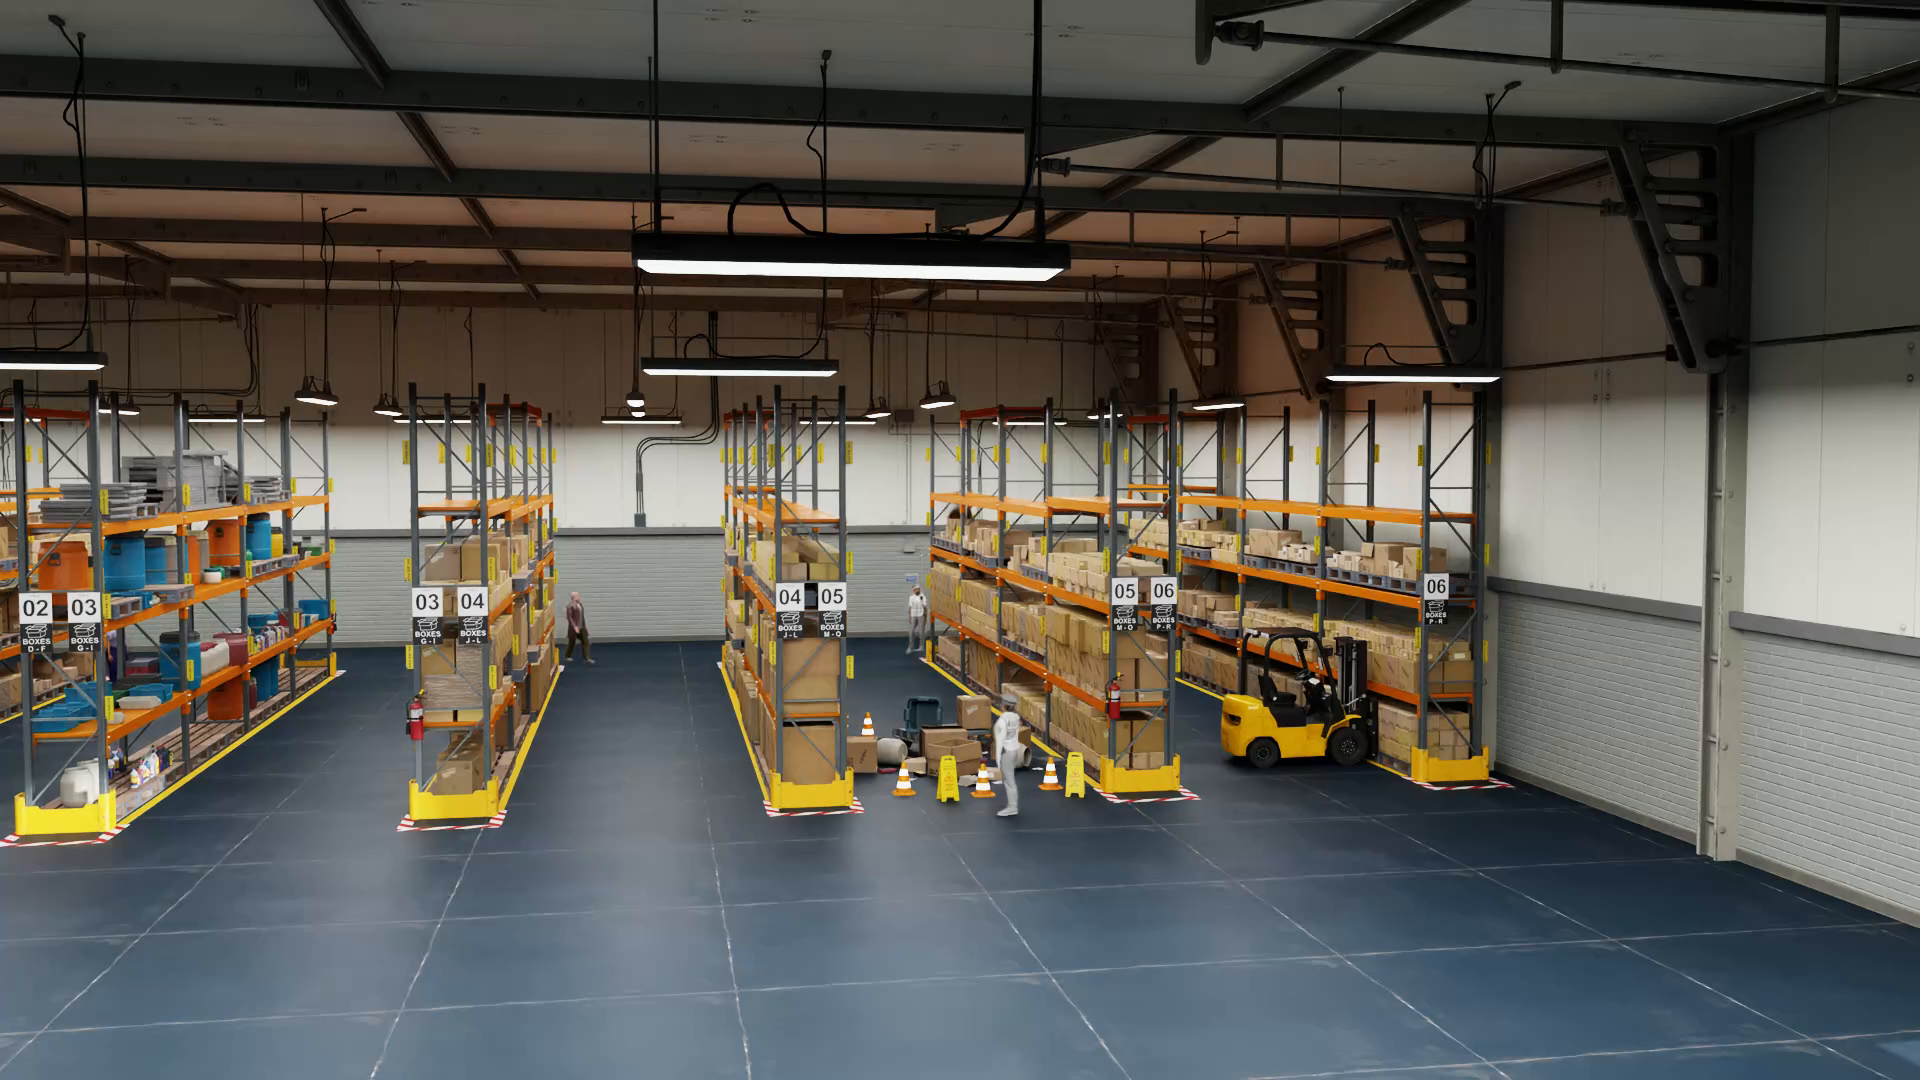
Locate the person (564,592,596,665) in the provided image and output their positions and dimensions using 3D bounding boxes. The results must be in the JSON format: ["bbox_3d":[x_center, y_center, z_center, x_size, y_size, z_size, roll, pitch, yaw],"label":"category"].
[{"bbox_3d":[-9.173,2.108,39.818,0.562,1.733,1.067,-3,4,-43],"label":"person"}]

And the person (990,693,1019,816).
[{"bbox_3d":[0.631,2.996,23.175,0.384,1.716,0.543,1,3,14],"label":"person"}]

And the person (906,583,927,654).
[{"bbox_3d":[-1.057,1.951,41.363,0.482,1.736,0.575,1,3,20],"label":"person"}]

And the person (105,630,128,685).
[{"bbox_3d":[-17.802,2.412,35.118,0.389,1.654,0.543,1,3,26],"label":"person"}]
